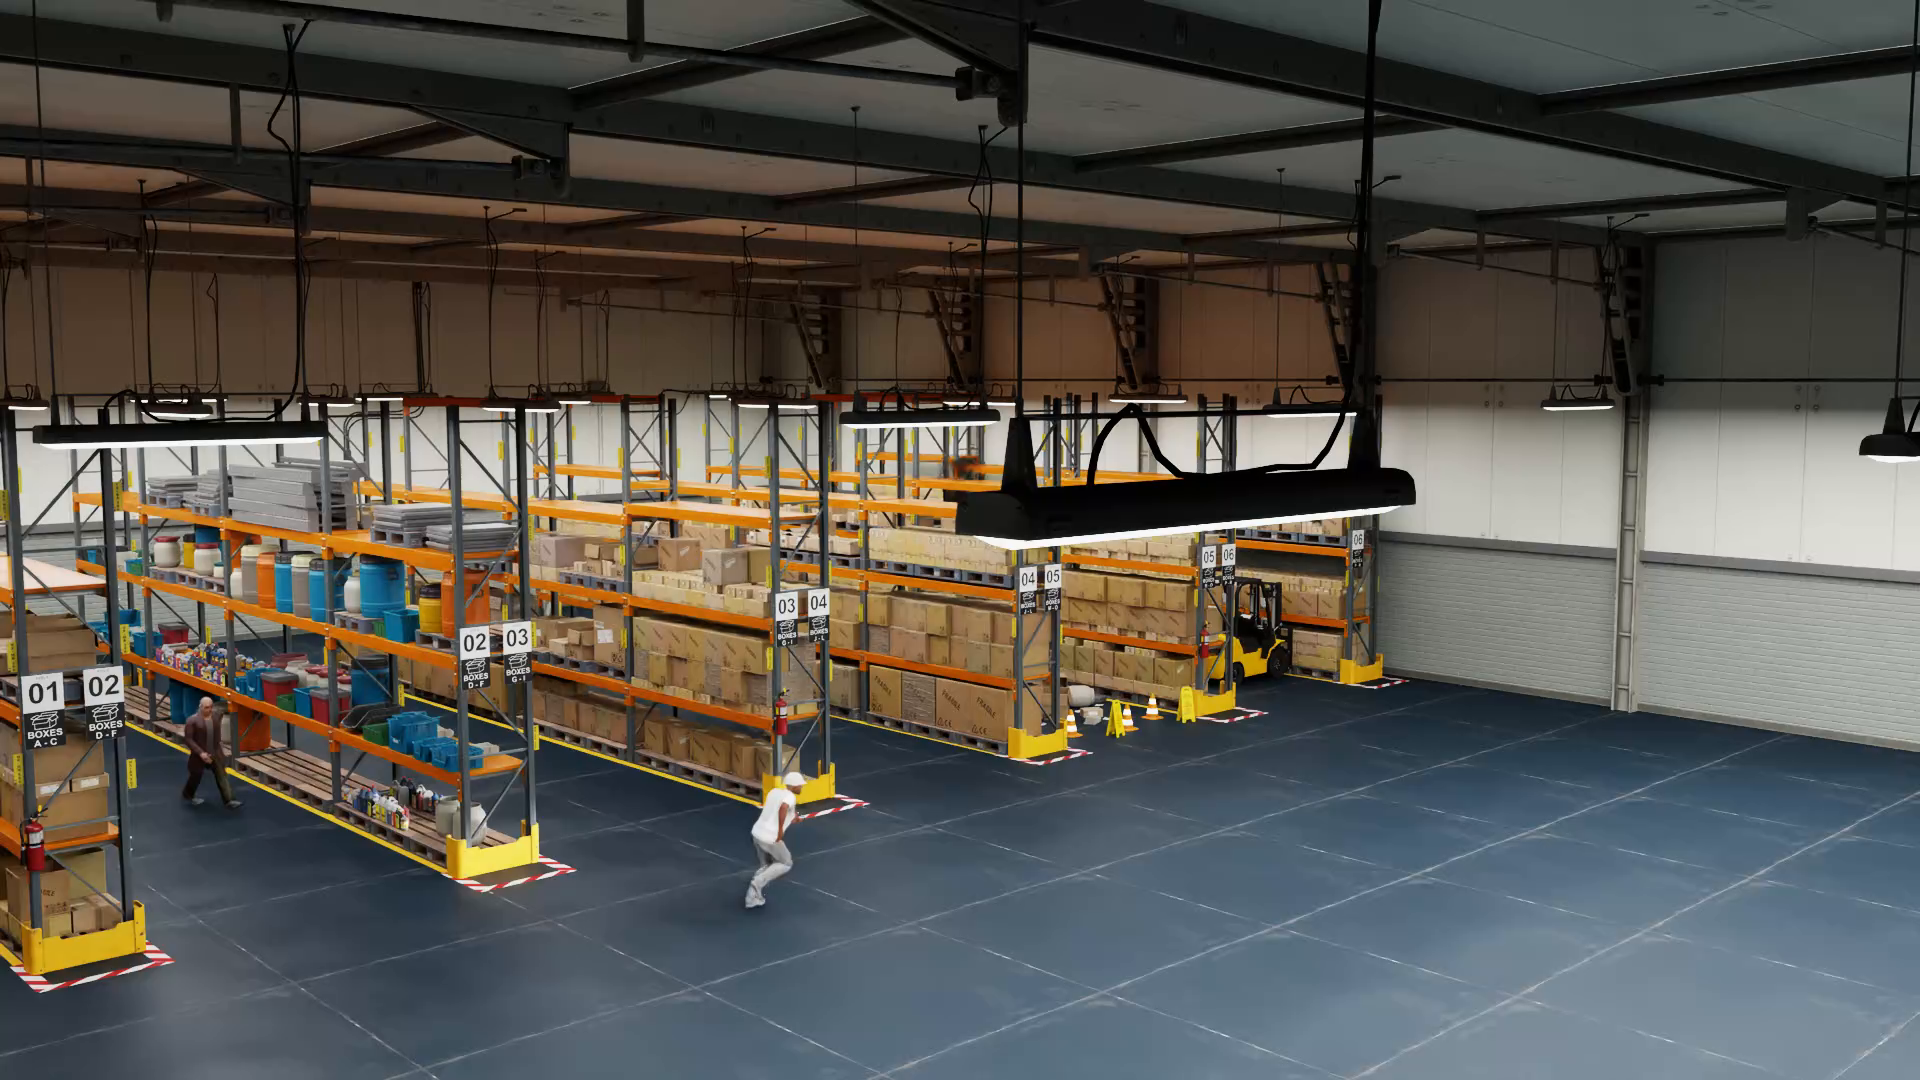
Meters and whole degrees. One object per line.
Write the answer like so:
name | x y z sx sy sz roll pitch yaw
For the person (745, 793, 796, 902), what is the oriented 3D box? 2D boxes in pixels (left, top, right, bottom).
person | -2.291 3.680 19.978 0.627 1.312 0.698 -3 6 -31

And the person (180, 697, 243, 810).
person | -11.035 3.113 24.276 1.255 1.690 0.601 5 7 41

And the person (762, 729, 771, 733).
person | -3.483 2.717 29.480 0.559 1.452 0.448 2 6 23
